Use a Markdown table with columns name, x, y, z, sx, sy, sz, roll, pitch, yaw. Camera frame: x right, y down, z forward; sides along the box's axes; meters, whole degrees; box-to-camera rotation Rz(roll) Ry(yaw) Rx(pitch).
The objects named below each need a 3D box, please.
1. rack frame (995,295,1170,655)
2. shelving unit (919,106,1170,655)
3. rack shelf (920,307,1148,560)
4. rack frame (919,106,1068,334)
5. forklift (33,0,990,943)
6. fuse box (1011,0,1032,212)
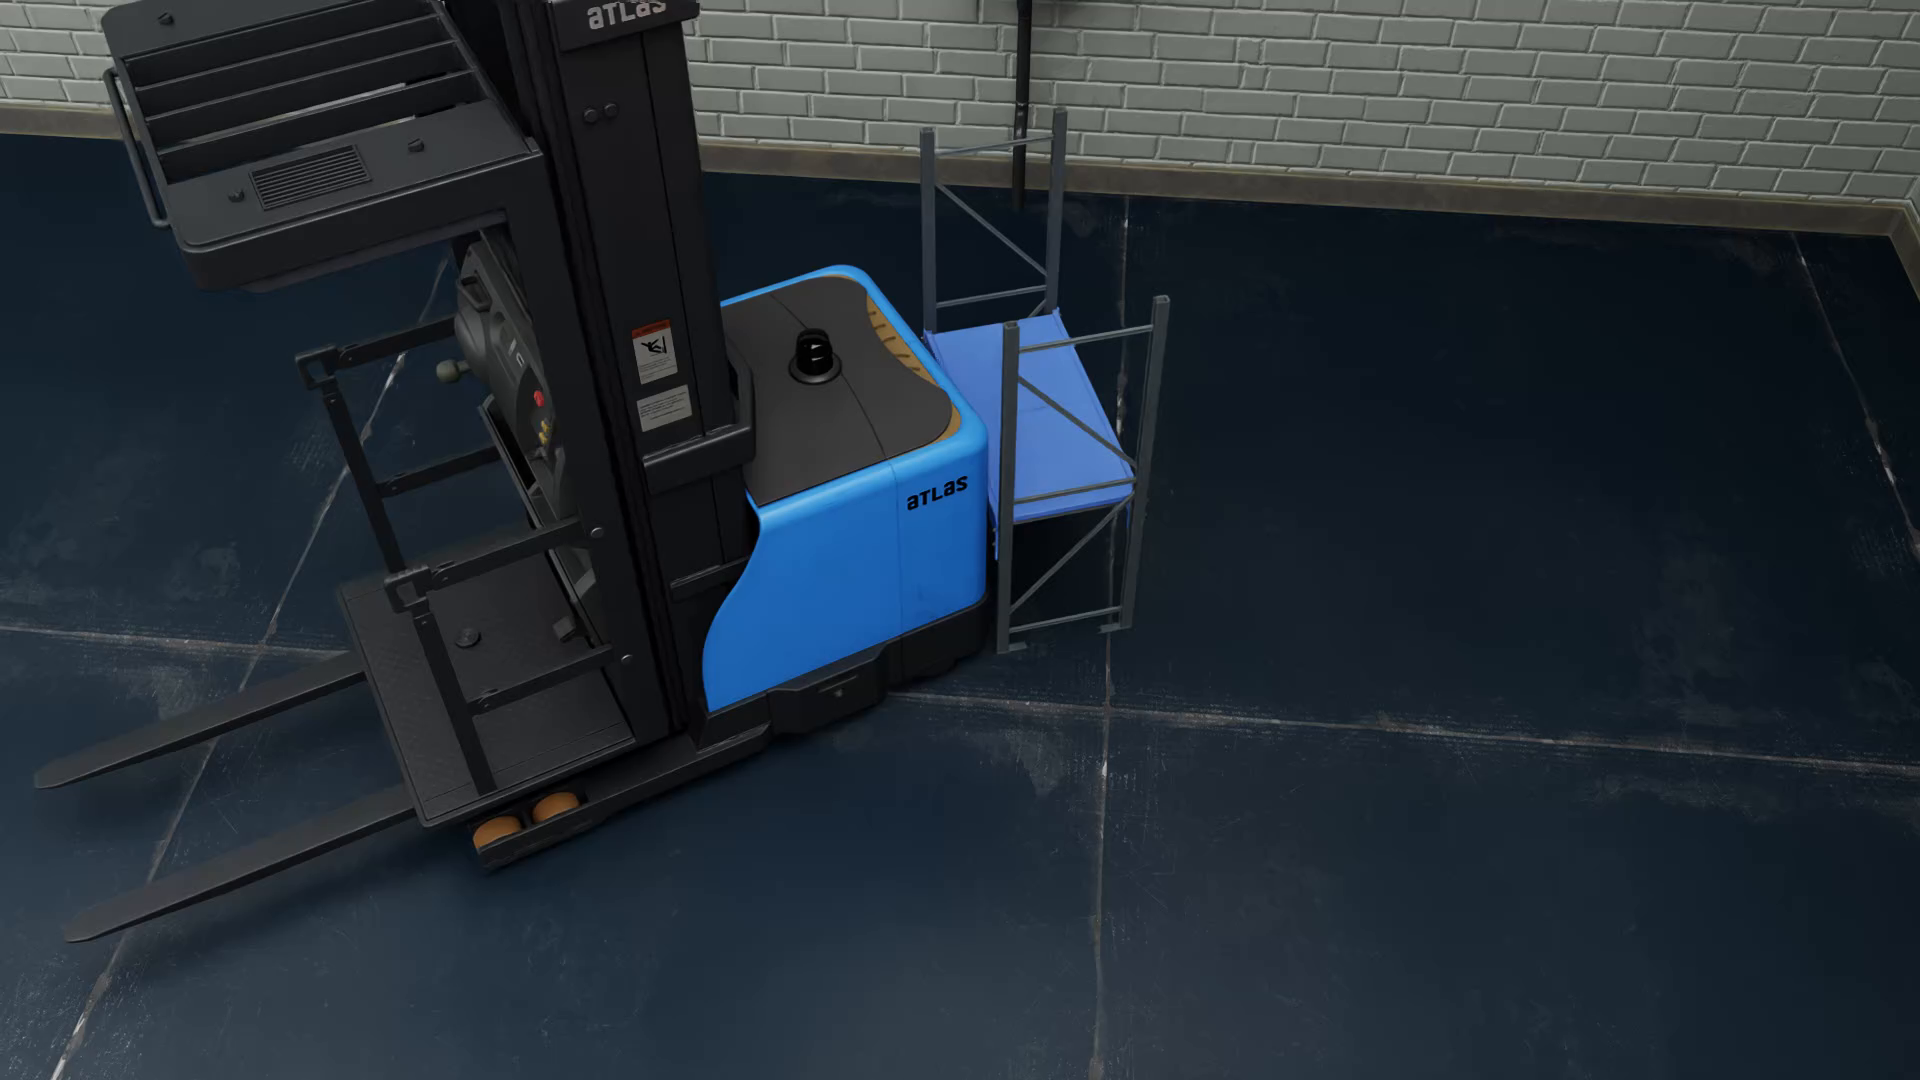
| name | x | y | z | sx | sy | sz | roll | pitch | yaw |
| --- | --- | --- | --- | --- | --- | --- | --- | --- | --- |
| rack frame | 0.369 | -0.156 | 5.376 | 0.500 | 1.500 | 0.032 | -11 | 48 | -10 |
| shelving unit | 0.241 | -0.519 | 5.708 | 0.538 | 1.500 | 1.048 | -11 | 48 | -10 |
| rack shelf | 0.241 | -0.397 | 5.841 | 0.538 | 0.185 | 1.000 | -11 | 48 | -10 |
| rack frame | 0.112 | -0.882 | 6.040 | 0.500 | 1.500 | 0.032 | -11 | 48 | -10 |
| forklift | -1.442 | -0.402 | 4.631 | 3.031 | 2.935 | 1.130 | -21 | 51 | -19 |
| fuse box | 0.289 | -2.080 | 6.993 | 0.539 | 1.711 | 0.414 | 4 | 48 | 4 |
